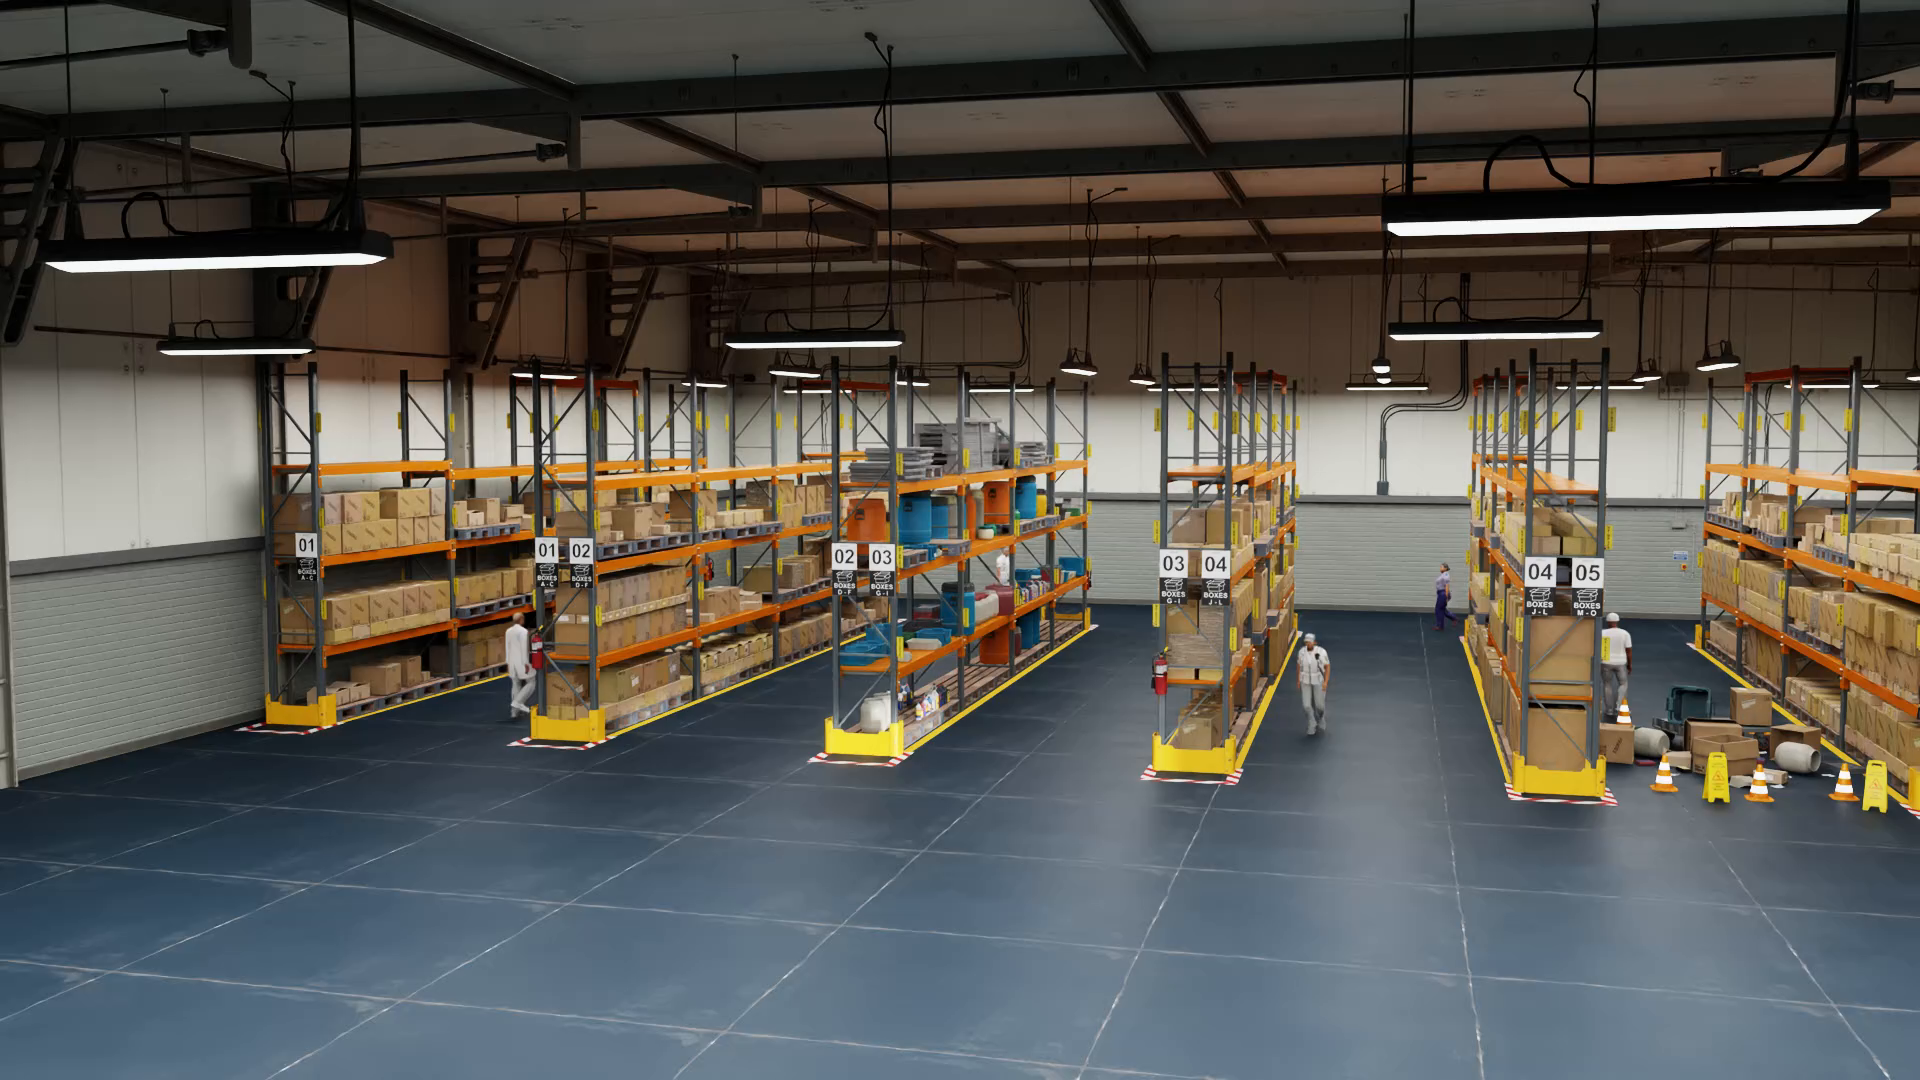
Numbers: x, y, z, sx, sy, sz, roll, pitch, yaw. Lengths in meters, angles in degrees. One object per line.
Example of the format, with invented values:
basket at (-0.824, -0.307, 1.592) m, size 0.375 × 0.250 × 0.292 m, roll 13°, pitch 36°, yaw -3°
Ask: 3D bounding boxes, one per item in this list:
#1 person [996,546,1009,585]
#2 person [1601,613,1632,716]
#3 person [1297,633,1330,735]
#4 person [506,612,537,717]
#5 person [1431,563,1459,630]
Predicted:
person at (1.193, 1.035, 43.818) m, size 0.455 × 1.788 × 0.557 m, roll 1°, pitch 4°, yaw 17°
person at (11.180, 2.127, 28.447) m, size 0.594 × 1.765 × 0.548 m, roll 1°, pitch 4°, yaw 15°
person at (5.710, 2.304, 26.855) m, size 0.539 × 1.642 × 0.602 m, roll 2°, pitch 4°, yaw 25°
person at (-7.529, 2.120, 28.315) m, size 0.628 × 1.770 × 0.572 m, roll 2°, pitch 4°, yaw 24°
person at (11.695, 1.355, 40.030) m, size 0.668 × 1.626 × 0.479 m, roll 1°, pitch 4°, yaw 13°
